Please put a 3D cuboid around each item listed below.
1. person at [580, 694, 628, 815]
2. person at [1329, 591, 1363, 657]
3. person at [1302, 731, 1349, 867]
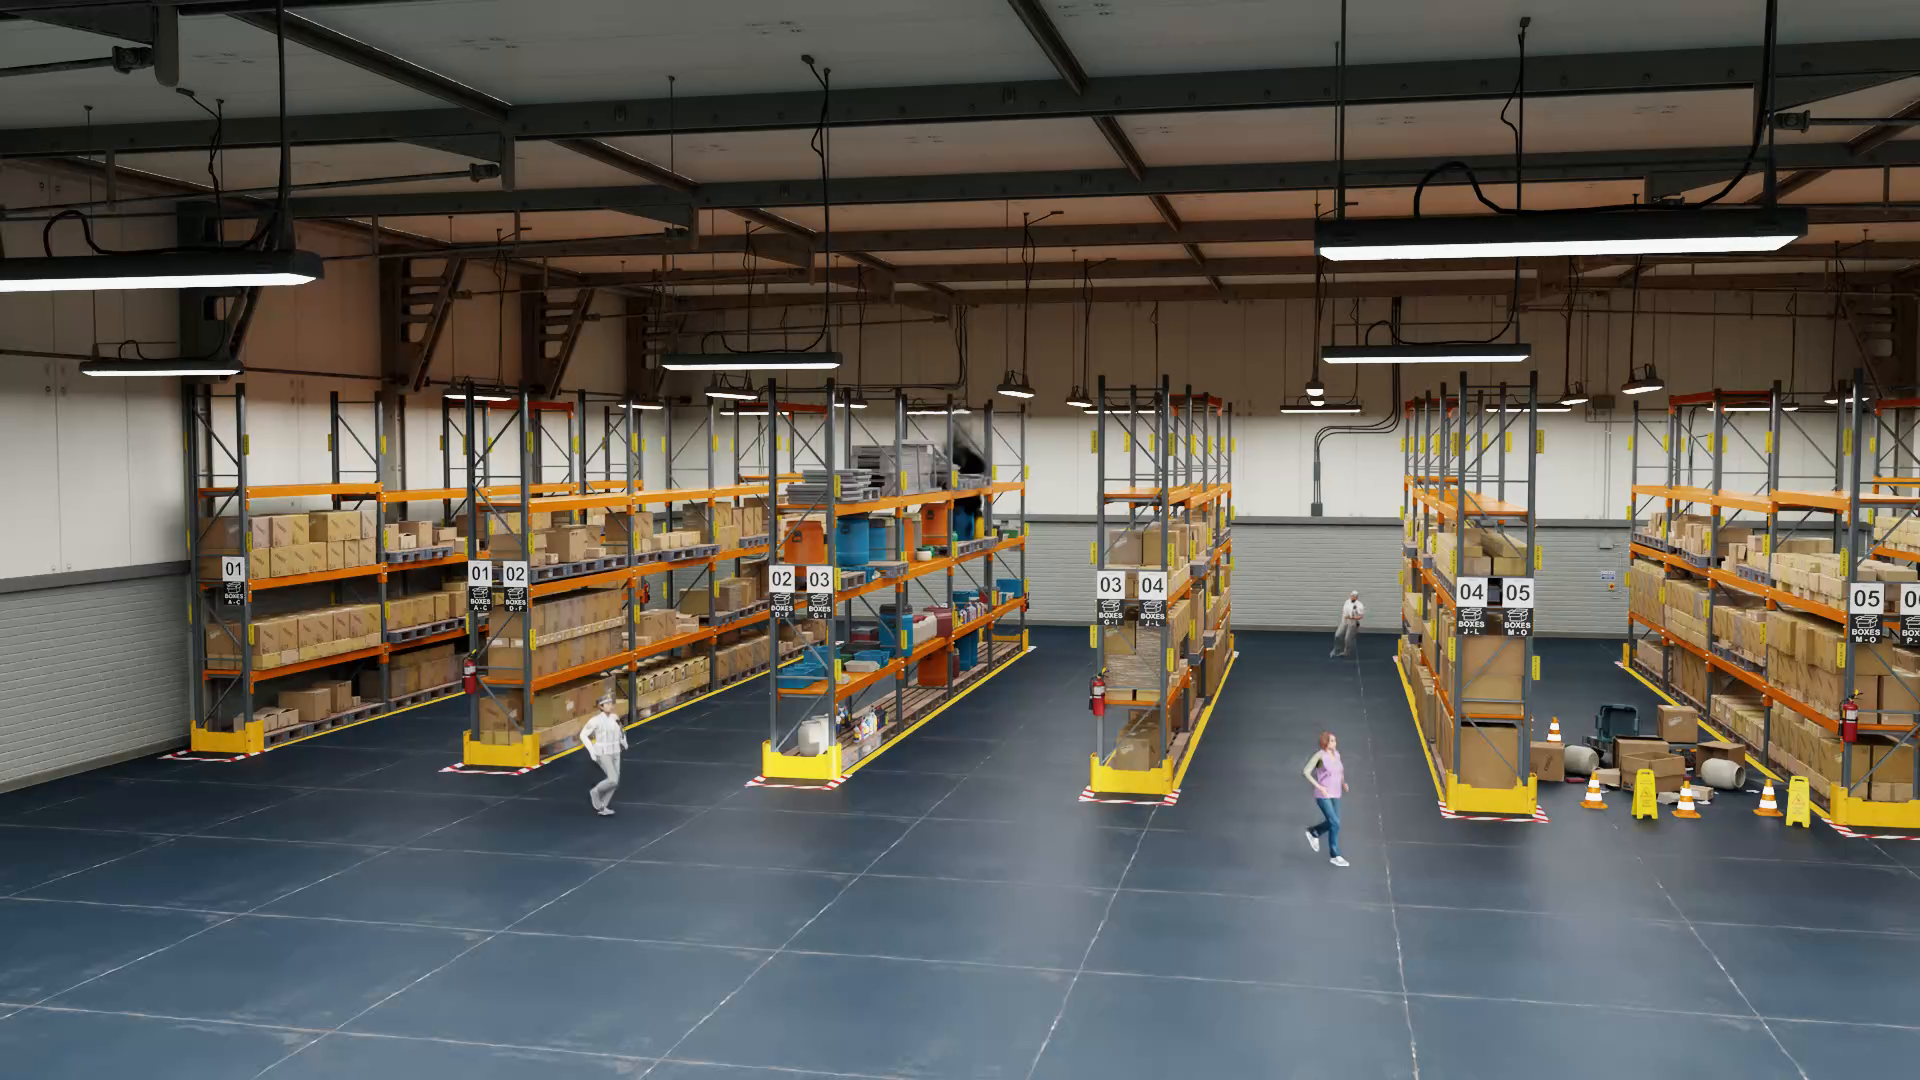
[{"bbox_3d":[-4.715,2.894,22.393,0.550,1.645,0.613,2,4,37],"label":"person"},{"bbox_3d":[9.128,1.979,39.171,0.818,1.607,0.624,3,4,40],"label":"person"},{"bbox_3d":[4.362,3.071,19.892,0.549,1.581,0.709,-2,4,-36],"label":"person"}]
